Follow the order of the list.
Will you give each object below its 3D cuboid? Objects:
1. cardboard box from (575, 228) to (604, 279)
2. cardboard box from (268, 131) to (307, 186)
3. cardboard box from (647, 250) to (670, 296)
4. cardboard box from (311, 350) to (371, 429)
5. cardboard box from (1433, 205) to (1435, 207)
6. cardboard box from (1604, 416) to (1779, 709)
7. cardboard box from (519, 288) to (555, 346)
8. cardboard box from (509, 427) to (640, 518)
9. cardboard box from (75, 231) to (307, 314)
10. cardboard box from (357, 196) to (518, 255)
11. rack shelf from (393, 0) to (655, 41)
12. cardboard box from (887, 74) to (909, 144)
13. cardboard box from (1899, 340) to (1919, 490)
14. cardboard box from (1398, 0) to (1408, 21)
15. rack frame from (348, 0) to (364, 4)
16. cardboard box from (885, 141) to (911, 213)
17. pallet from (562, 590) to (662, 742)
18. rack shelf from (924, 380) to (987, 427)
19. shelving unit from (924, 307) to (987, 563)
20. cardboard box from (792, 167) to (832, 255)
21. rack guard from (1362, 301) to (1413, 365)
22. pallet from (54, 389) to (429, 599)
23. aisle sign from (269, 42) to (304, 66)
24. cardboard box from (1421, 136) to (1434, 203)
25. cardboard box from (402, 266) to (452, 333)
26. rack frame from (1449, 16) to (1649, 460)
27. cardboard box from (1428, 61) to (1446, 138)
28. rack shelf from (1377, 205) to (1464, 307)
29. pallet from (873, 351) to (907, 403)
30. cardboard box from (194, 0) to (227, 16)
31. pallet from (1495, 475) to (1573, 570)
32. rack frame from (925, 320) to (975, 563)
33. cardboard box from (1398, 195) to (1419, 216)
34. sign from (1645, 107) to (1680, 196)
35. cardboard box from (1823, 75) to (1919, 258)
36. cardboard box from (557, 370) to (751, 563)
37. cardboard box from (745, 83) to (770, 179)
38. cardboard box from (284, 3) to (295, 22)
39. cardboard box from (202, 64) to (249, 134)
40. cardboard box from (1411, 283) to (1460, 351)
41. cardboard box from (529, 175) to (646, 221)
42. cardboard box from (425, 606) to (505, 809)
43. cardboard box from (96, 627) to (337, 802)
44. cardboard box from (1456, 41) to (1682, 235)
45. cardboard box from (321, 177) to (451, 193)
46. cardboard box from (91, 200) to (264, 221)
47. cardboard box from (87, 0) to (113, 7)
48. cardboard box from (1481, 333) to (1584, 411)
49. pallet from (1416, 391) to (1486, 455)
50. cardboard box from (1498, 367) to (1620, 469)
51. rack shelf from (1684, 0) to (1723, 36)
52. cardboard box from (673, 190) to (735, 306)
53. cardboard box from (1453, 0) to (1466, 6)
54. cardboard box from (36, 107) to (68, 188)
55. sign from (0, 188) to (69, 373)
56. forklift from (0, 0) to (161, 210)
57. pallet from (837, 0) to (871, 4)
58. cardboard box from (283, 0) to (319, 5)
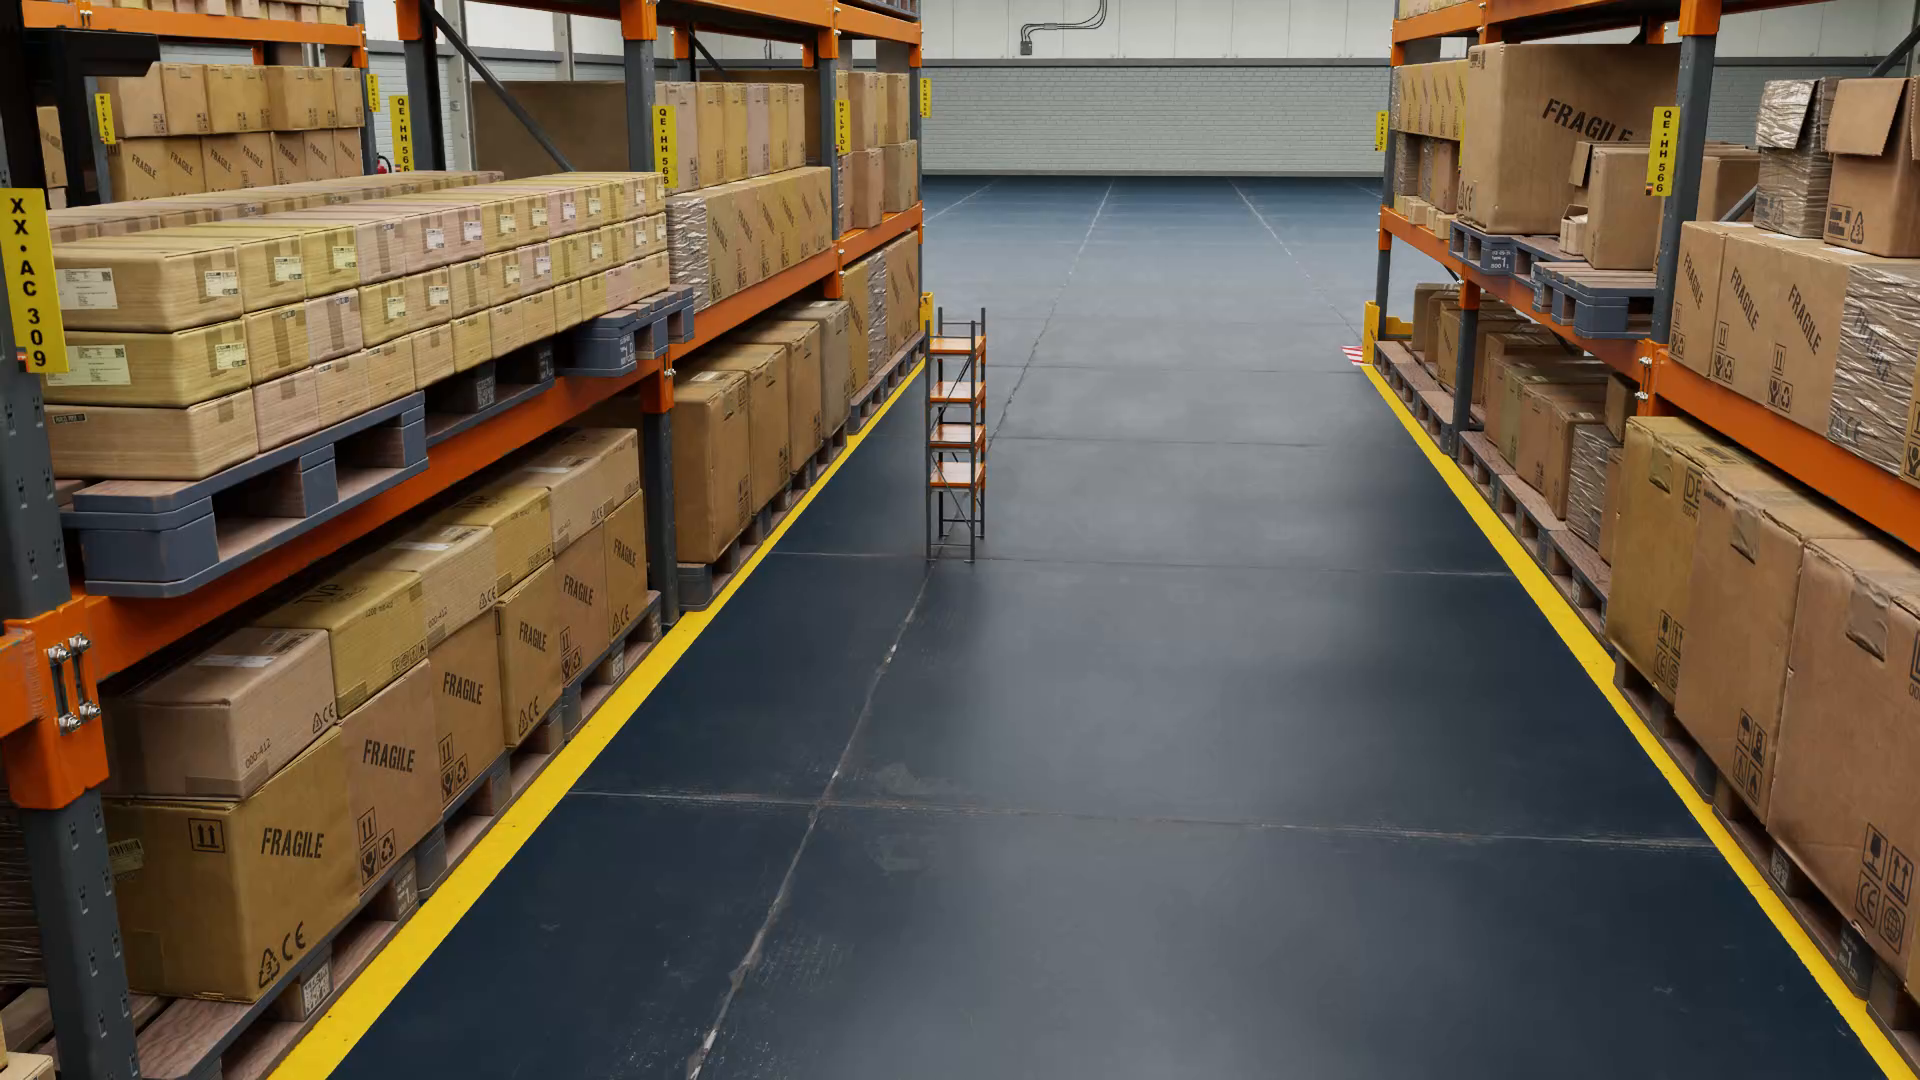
[{"bbox_3d":[-1.429,-0.973,5.622,0.380,0.149,0.250,2,15,6],"label":"cardboard box"},{"bbox_3d":[-5.677,-3.070,13.509,0.500,0.500,0.500,2,15,6],"label":"cardboard box"},{"bbox_3d":[-1.341,-1.032,6.410,0.380,0.149,0.250,2,15,7],"label":"cardboard box"},{"bbox_3d":[-1.634,-0.362,3.930,0.380,0.149,0.250,2,15,7],"label":"cardboard box"},{"bbox_3d":[3.647,-2.352,12.094,0.380,0.149,0.250,2,15,6],"label":"cardboard box"},{"bbox_3d":[3.077,0.081,5.881,1.225,0.875,0.875,1,15,4],"label":"cardboard box"},{"bbox_3d":[-1.491,-0.700,5.180,0.380,0.149,0.250,2,15,8],"label":"cardboard box"},{"bbox_3d":[-1.558,-0.265,6.444,0.500,0.250,0.500,1,15,5],"label":"cardboard box"},{"bbox_3d":[-1.666,-0.585,3.615,0.380,0.149,0.250,2,15,8],"label":"cardboard box"},{"bbox_3d":[-1.520,-0.918,4.846,0.380,0.149,0.250,2,15,8],"label":"cardboard box"},{"bbox_3d":[-1.967,-1.674,4.739,1.077,0.370,4.000,2,15,6],"label":"rack shelf"},{"bbox_3d":[-0.890,-3.520,13.579,0.875,0.550,0.550,2,15,6],"label":"cardboard box"},{"bbox_3d":[2.620,-0.324,3.923,0.500,0.500,0.500,2,15,6],"label":"cardboard box"},{"bbox_3d":[3.767,-4.253,13.186,0.500,0.250,0.500,2,15,8],"label":"cardboard box"},{"bbox_3d":[-5.769,-6.183,14.288,1.000,3.000,0.127,2,15,6],"label":"rack frame"},{"bbox_3d":[-0.876,-2.999,13.718,0.875,0.550,0.550,2,15,6],"label":"cardboard box"},{"bbox_3d":[-1.831,0.456,6.570,1.003,0.211,1.213,2,15,6],"label":"pallet"},{"bbox_3d":[-0.019,-0.687,8.306,0.258,0.148,0.480,2,15,6],"label":"rack shelf"},{"bbox_3d":[-0.019,-0.536,8.347,0.258,1.200,0.503,2,15,6],"label":"shelving unit"},{"bbox_3d":[-1.084,-2.035,10.249,0.500,0.500,0.500,2,15,6],"label":"cardboard box"},{"bbox_3d":[4.069,-1.769,14.245,1.175,0.500,0.348,2,15,6],"label":"rack guard"},{"bbox_3d":[-1.962,-0.156,3.861,1.003,0.211,1.213,2,15,6],"label":"pallet"},{"bbox_3d":[-6.070,-4.567,14.825,0.394,0.787,0.004,2,15,6],"label":"aisle sign"},{"bbox_3d":[3.952,-2.783,12.447,0.875,0.500,0.500,2,15,6],"label":"cardboard box"},{"bbox_3d":[-1.579,-0.640,4.390,0.380,0.149,0.250,2,15,9],"label":"cardboard box"},{"bbox_3d":[3.627,-1.958,10.155,1.000,3.000,0.127,2,15,6],"label":"rack frame"},{"bbox_3d":[3.516,-3.016,11.393,0.500,0.500,0.500,2,15,6],"label":"cardboard box"},{"bbox_3d":[3.852,-2.129,12.167,1.077,0.370,4.000,2,15,6],"label":"rack shelf"},{"bbox_3d":[-0.992,-1.296,13.050,1.003,0.211,1.213,2,15,6],"label":"pallet"},{"bbox_3d":[-5.709,-3.982,12.375,0.380,0.149,0.250,1,15,5],"label":"cardboard box"},{"bbox_3d":[3.405,-0.092,8.598,1.003,0.211,1.213,2,15,6],"label":"pallet"},{"bbox_3d":[-0.046,-0.473,8.113,0.240,1.200,0.015,2,15,6],"label":"rack frame"},{"bbox_3d":[3.719,-2.678,13.301,0.380,0.149,0.250,2,15,6],"label":"cardboard box"},{"bbox_3d":[2.635,-1.454,6.227,0.100,0.325,0.005,2,15,6],"label":"sign"},{"bbox_3d":[3.000,-1.094,4.850,0.797,0.503,0.637,2,15,8],"label":"cardboard box"},{"bbox_3d":[-1.584,-0.364,7.768,1.050,0.750,0.750,1,15,5],"label":"cardboard box"},{"bbox_3d":[-1.454,-2.267,9.193,0.700,0.500,0.500,2,15,7],"label":"cardboard box"},{"bbox_3d":[-5.685,-4.316,13.610,0.380,0.149,0.250,2,15,7],"label":"cardboard box"},{"bbox_3d":[-5.792,-3.293,12.416,0.700,0.500,0.500,1,15,5],"label":"cardboard box"},{"bbox_3d":[3.991,-1.830,13.666,0.500,0.500,0.500,5,16,17],"label":"cardboard box"},{"bbox_3d":[-1.372,-1.255,6.095,0.380,0.149,0.250,2,15,6],"label":"cardboard box"},{"bbox_3d":[-1.742,0.492,5.082,0.500,0.500,0.500,2,15,7],"label":"cardboard box"},{"bbox_3d":[-1.847,0.403,3.972,0.500,0.250,0.500,1,15,4],"label":"cardboard box"},{"bbox_3d":[3.398,-2.248,9.275,1.000,1.000,1.000,2,15,7],"label":"cardboard box"},{"bbox_3d":[-2.046,-1.214,5.941,0.380,0.149,0.250,2,15,6],"label":"cardboard box"},{"bbox_3d":[-2.194,-0.871,4.675,0.380,0.149,0.250,1,15,4],"label":"cardboard box"},{"bbox_3d":[-5.938,-3.651,11.151,0.380,0.149,0.250,1,15,5],"label":"cardboard box"},{"bbox_3d":[3.711,-1.056,10.806,0.500,0.500,0.500,1,15,5],"label":"cardboard box"},{"bbox_3d":[3.667,-0.787,11.167,1.003,0.211,1.213,2,15,6],"label":"pallet"},{"bbox_3d":[3.463,-0.681,9.382,0.700,0.500,0.500,2,15,6],"label":"cardboard box"},{"bbox_3d":[2.950,-1.502,4.102,1.077,0.370,4.000,2,15,6],"label":"rack shelf"},{"bbox_3d":[-1.368,-1.381,7.831,0.500,0.500,0.500,2,15,6],"label":"cardboard box"},{"bbox_3d":[3.488,-3.594,10.748,0.500,0.250,0.500,2,15,8],"label":"cardboard box"},{"bbox_3d":[-6.044,-2.517,10.659,0.500,0.500,0.500,1,15,5],"label":"cardboard box"},{"bbox_3d":[-1.653,-0.459,2.954,0.100,0.325,0.005,2,15,6],"label":"sign"},{"bbox_3d":[-4.020,-1.084,7.056,1.130,2.935,3.031,1,15,2],"label":"forklift"},{"bbox_3d":[-1.188,-3.747,11.196,1.003,0.211,1.213,2,15,6],"label":"pallet"},{"bbox_3d":[-5.630,-4.535,13.659,0.500,0.250,0.500,1,15,5],"label":"cardboard box"}]
